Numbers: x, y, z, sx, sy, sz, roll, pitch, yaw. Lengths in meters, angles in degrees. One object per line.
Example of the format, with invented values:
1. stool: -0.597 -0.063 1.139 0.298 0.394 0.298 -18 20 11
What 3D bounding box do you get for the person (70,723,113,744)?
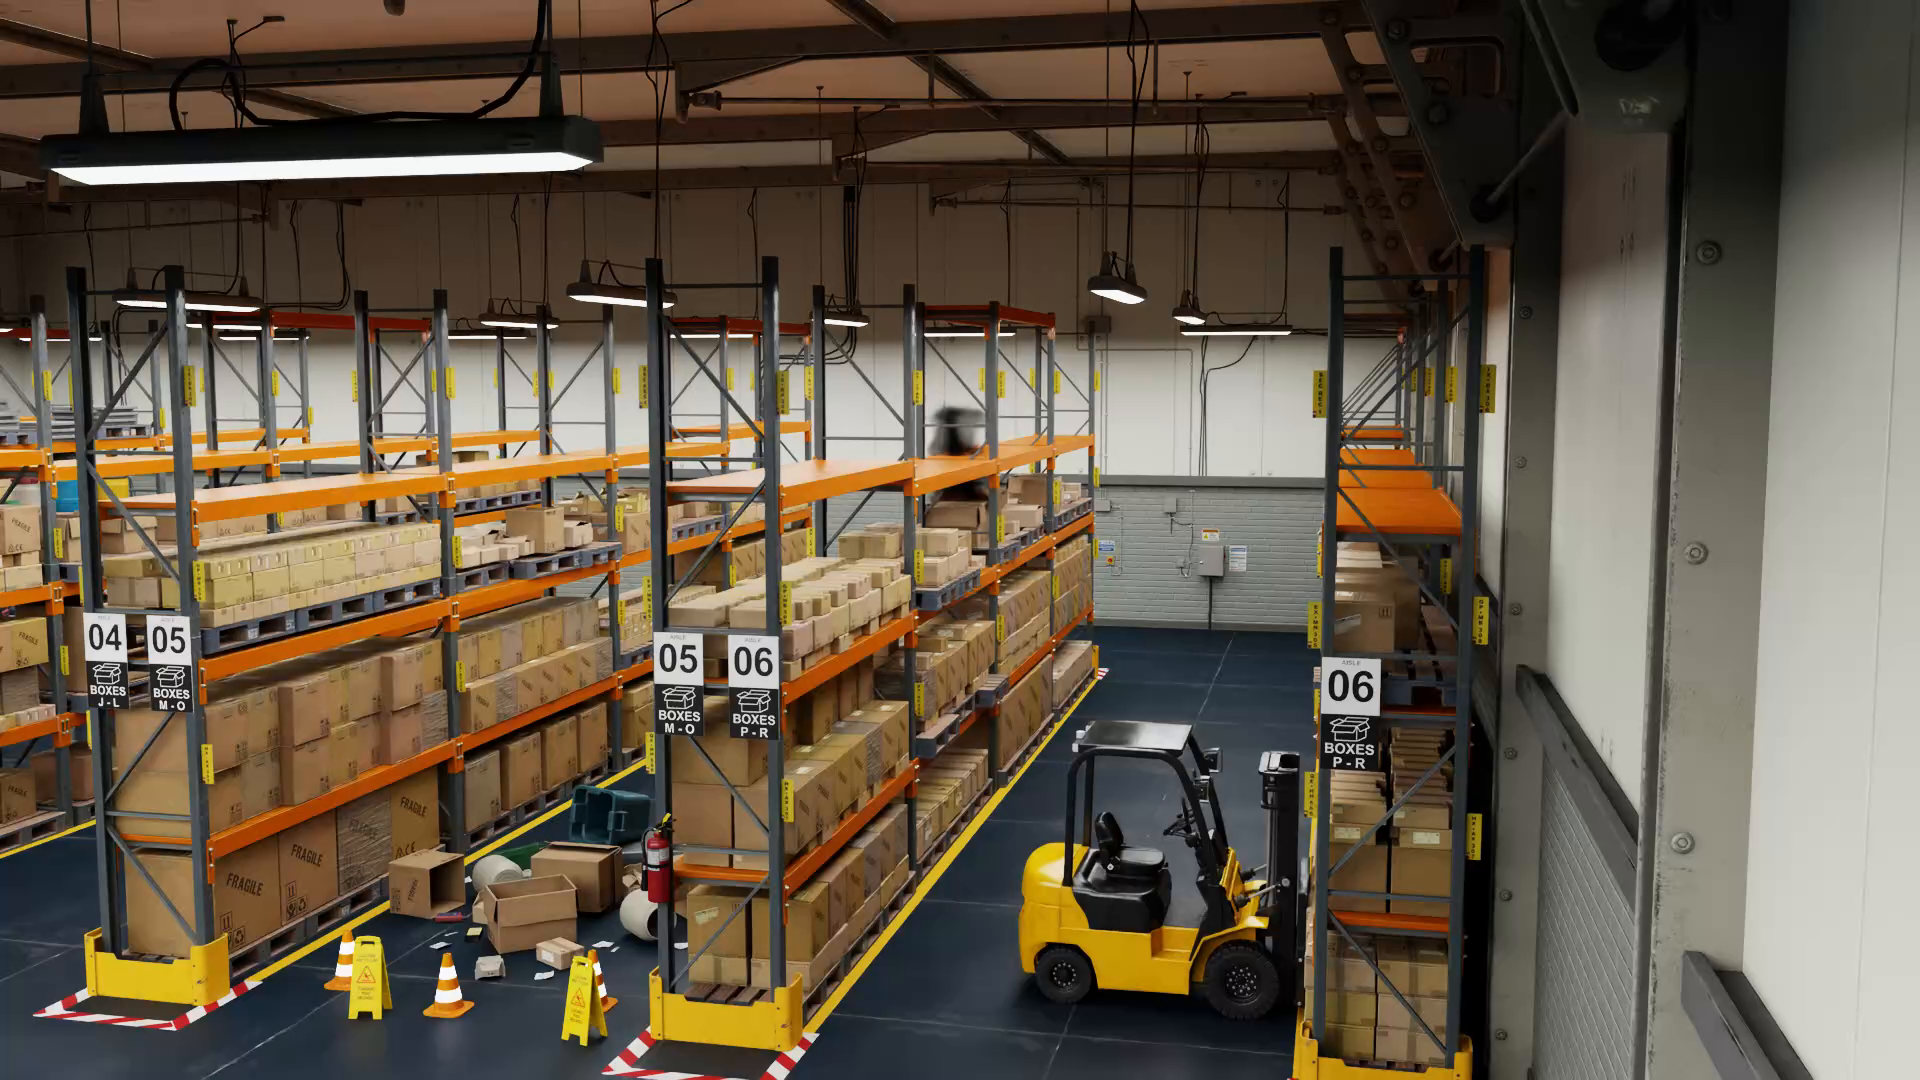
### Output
1. person: -11.947 2.067 22.631 0.582 1.657 0.916 0 6 4
